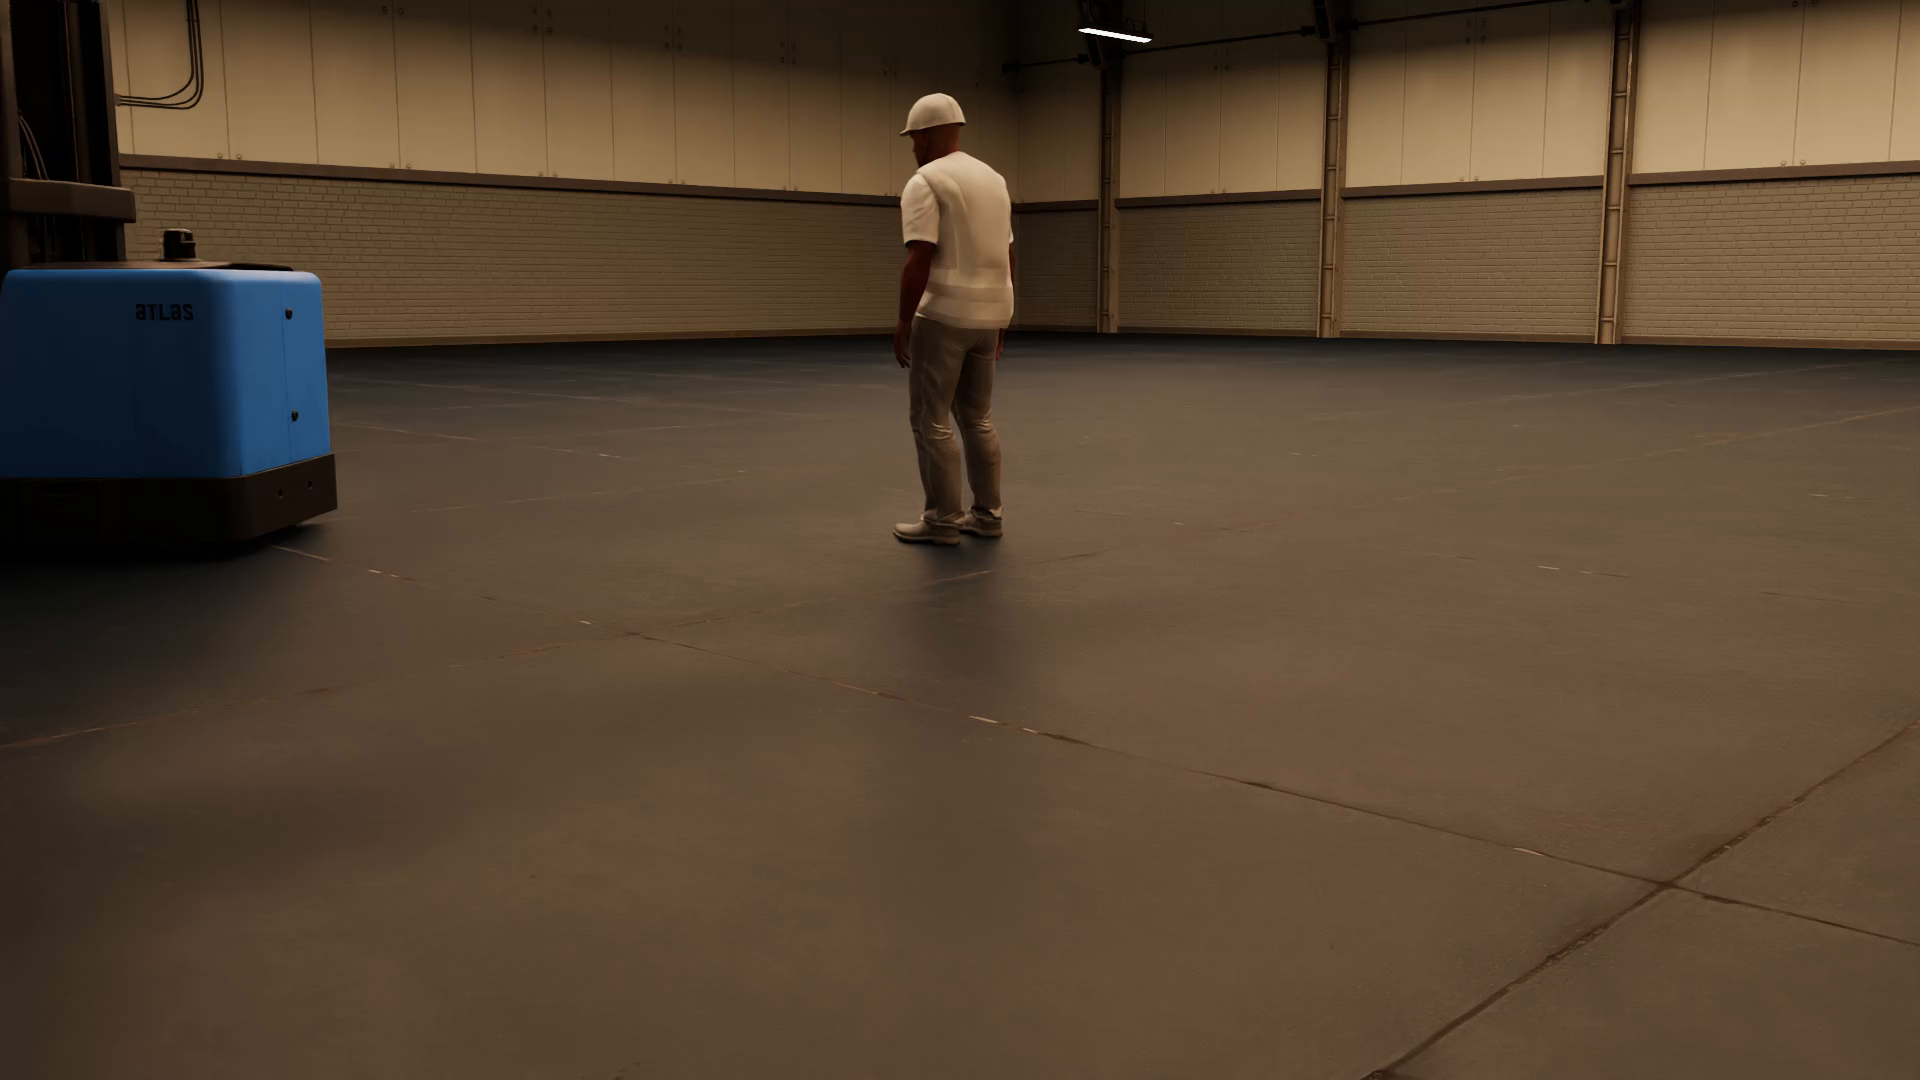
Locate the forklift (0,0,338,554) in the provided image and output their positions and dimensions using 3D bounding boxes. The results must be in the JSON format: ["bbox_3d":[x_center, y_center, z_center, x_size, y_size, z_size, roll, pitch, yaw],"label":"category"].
[{"bbox_3d":[-4.179,-1.446,6.479,3.031,2.935,1.130,0,9,0],"label":"forklift"}]

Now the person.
[{"bbox_3d":[-0.034,-0.872,6.608,0.460,1.760,0.626,8,11,41],"label":"person"}]
